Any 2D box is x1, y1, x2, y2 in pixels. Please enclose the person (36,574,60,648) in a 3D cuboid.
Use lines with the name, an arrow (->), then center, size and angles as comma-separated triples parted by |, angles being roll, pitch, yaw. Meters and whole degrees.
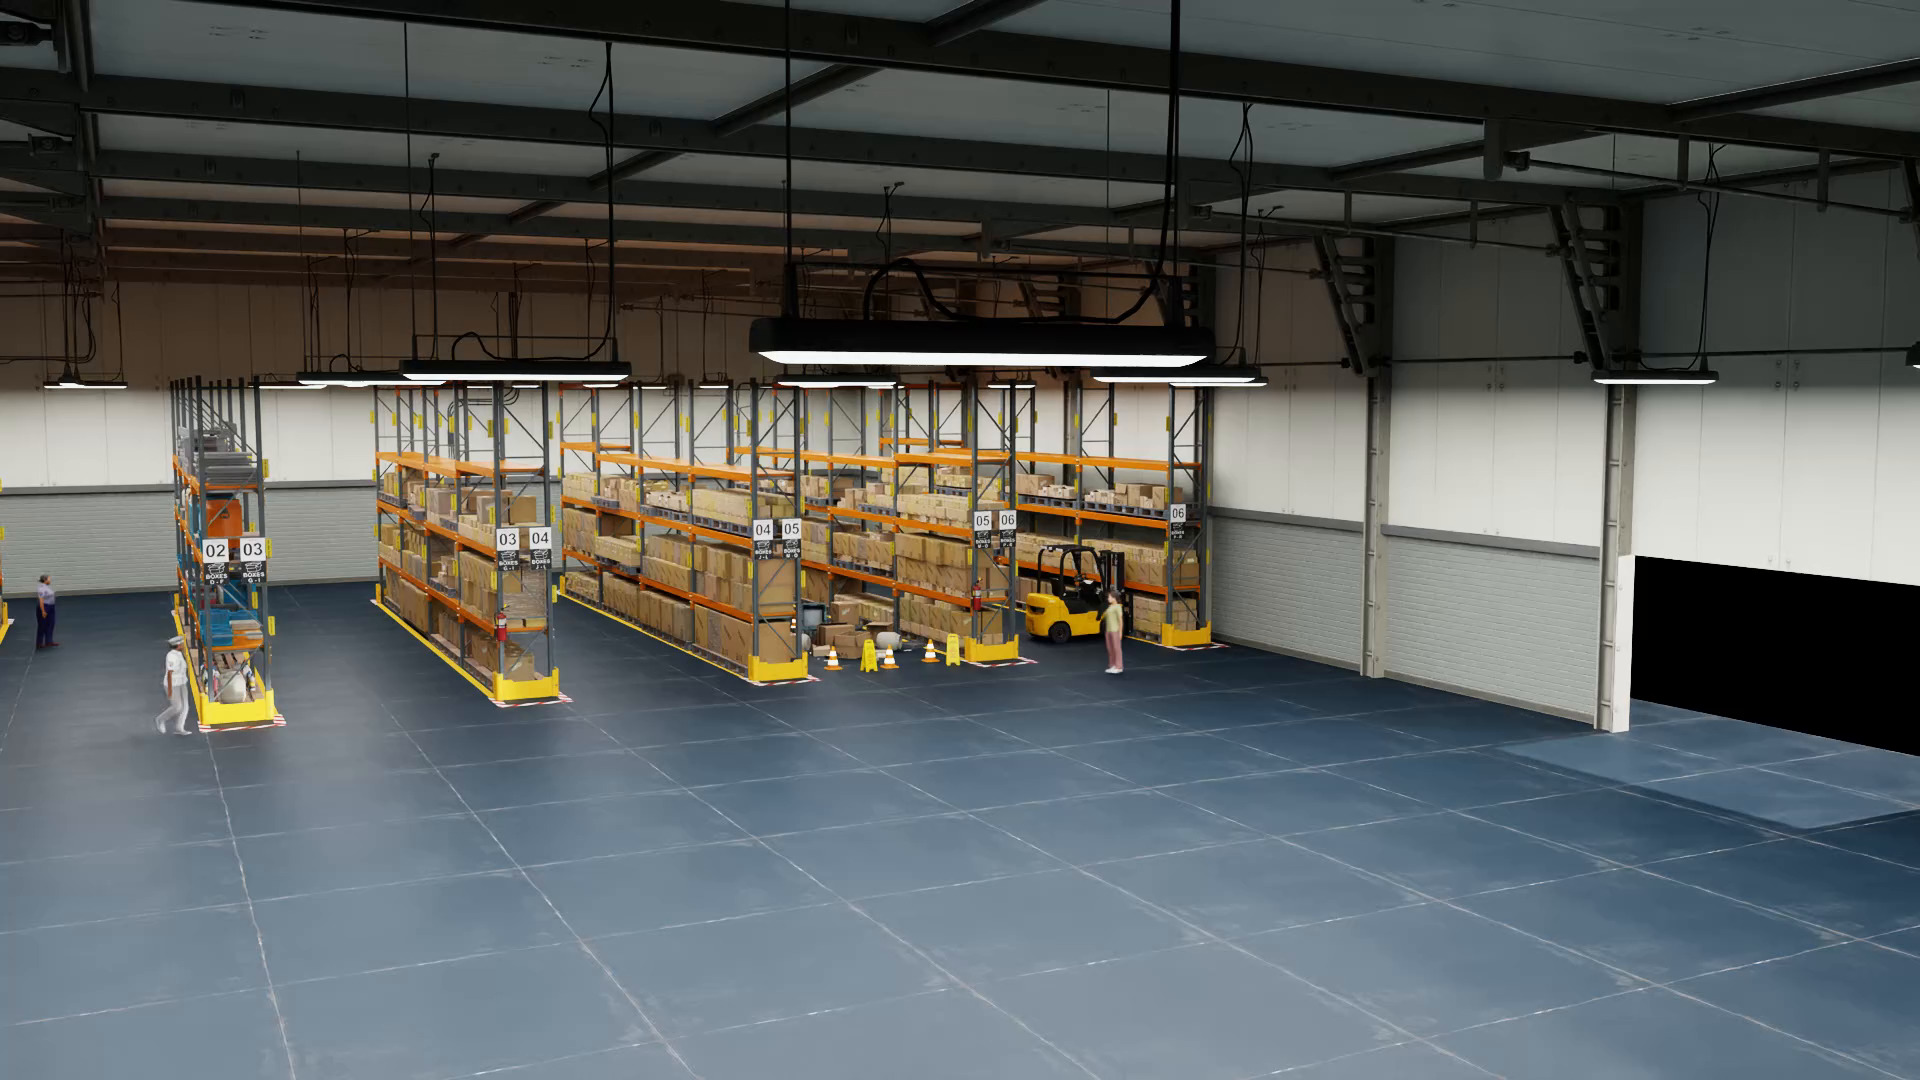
person -> -20.528, 1.587, 37.329 | 0.422, 1.650, 0.523 | 1, 5, 6

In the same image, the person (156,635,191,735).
person -> -13.105, 2.424, 27.676 | 0.523, 1.664, 0.486 | 1, 5, 12

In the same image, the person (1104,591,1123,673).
person -> 3.143, 1.888, 33.870 | 0.353, 1.709, 0.550 | -3, 6, -29
